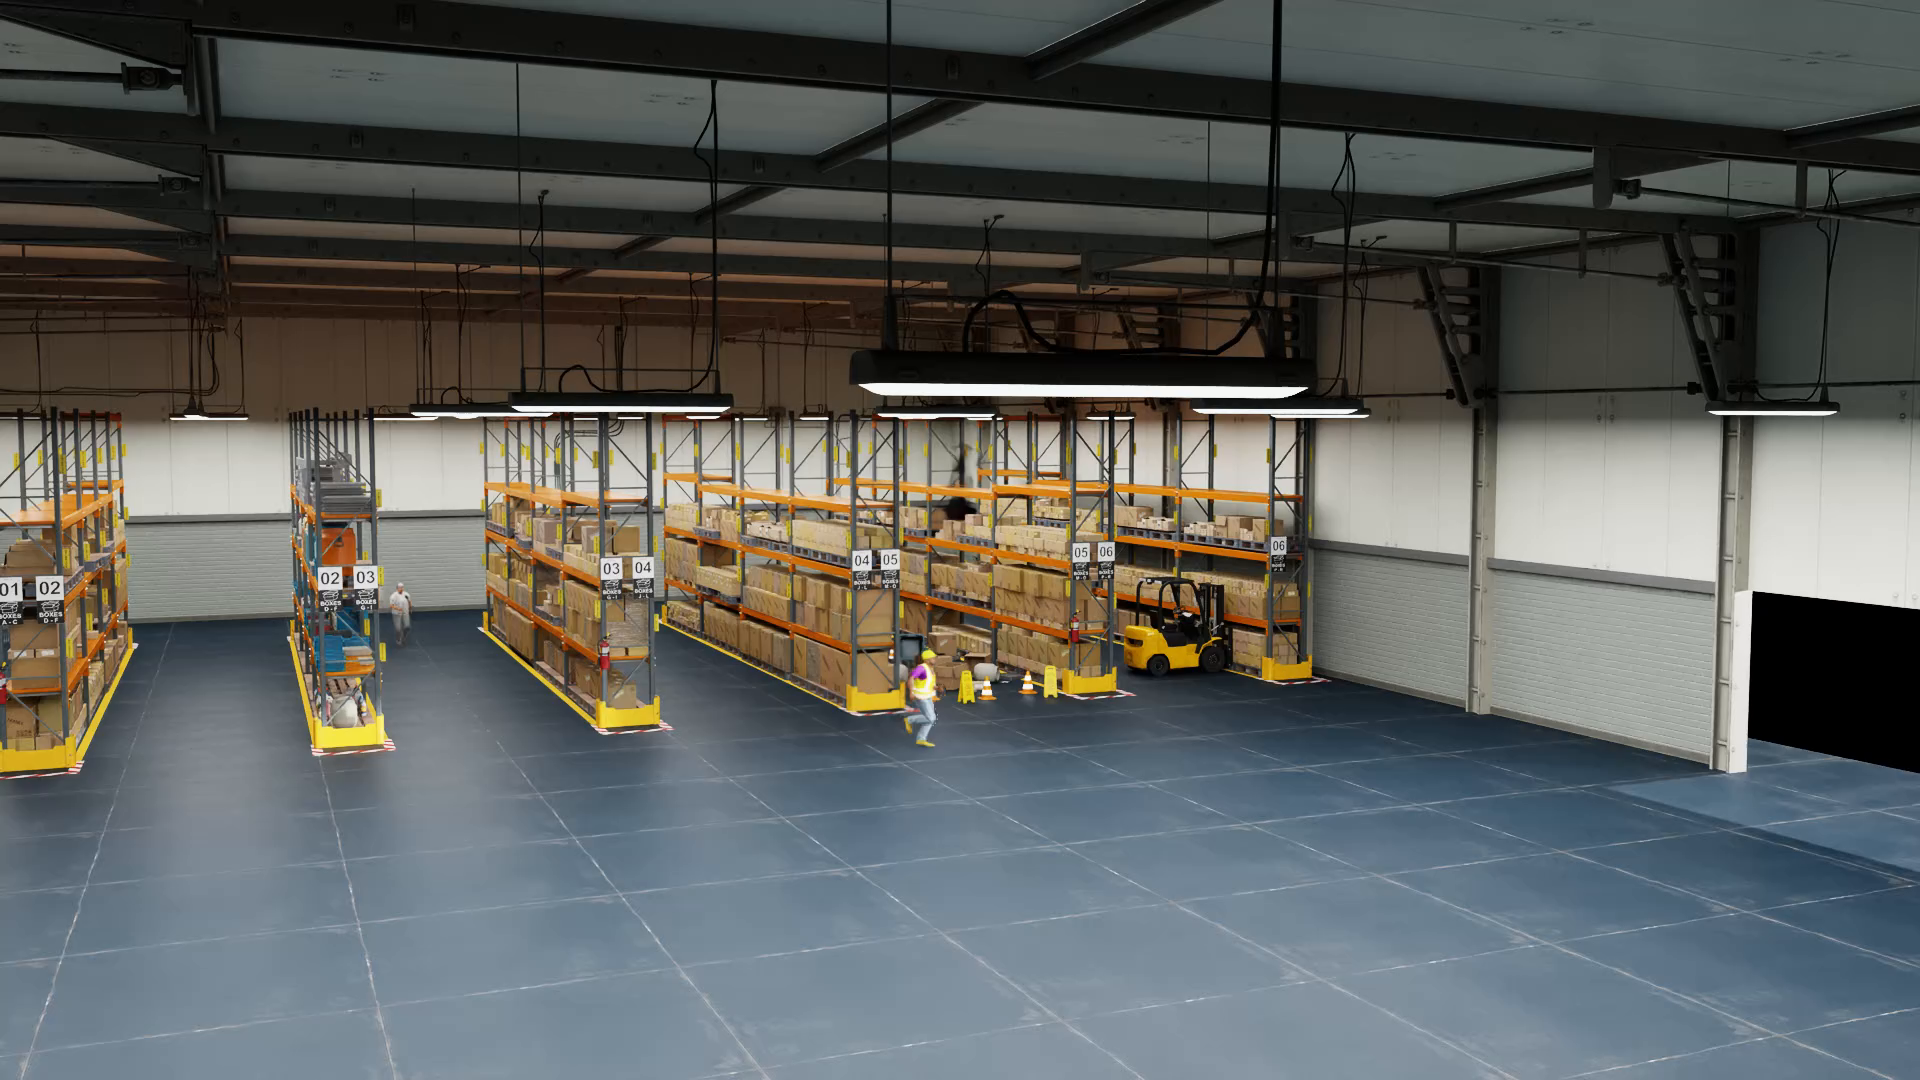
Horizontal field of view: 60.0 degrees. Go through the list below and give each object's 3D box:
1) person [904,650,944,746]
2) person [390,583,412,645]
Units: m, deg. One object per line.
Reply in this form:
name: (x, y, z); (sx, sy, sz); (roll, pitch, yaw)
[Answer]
person: (-0.650, 2.812, 29.584); (0.684, 1.713, 0.745); (1, 4, 20)
person: (-14.368, 1.910, 42.798); (0.584, 1.620, 0.666); (-3, 5, -33)
